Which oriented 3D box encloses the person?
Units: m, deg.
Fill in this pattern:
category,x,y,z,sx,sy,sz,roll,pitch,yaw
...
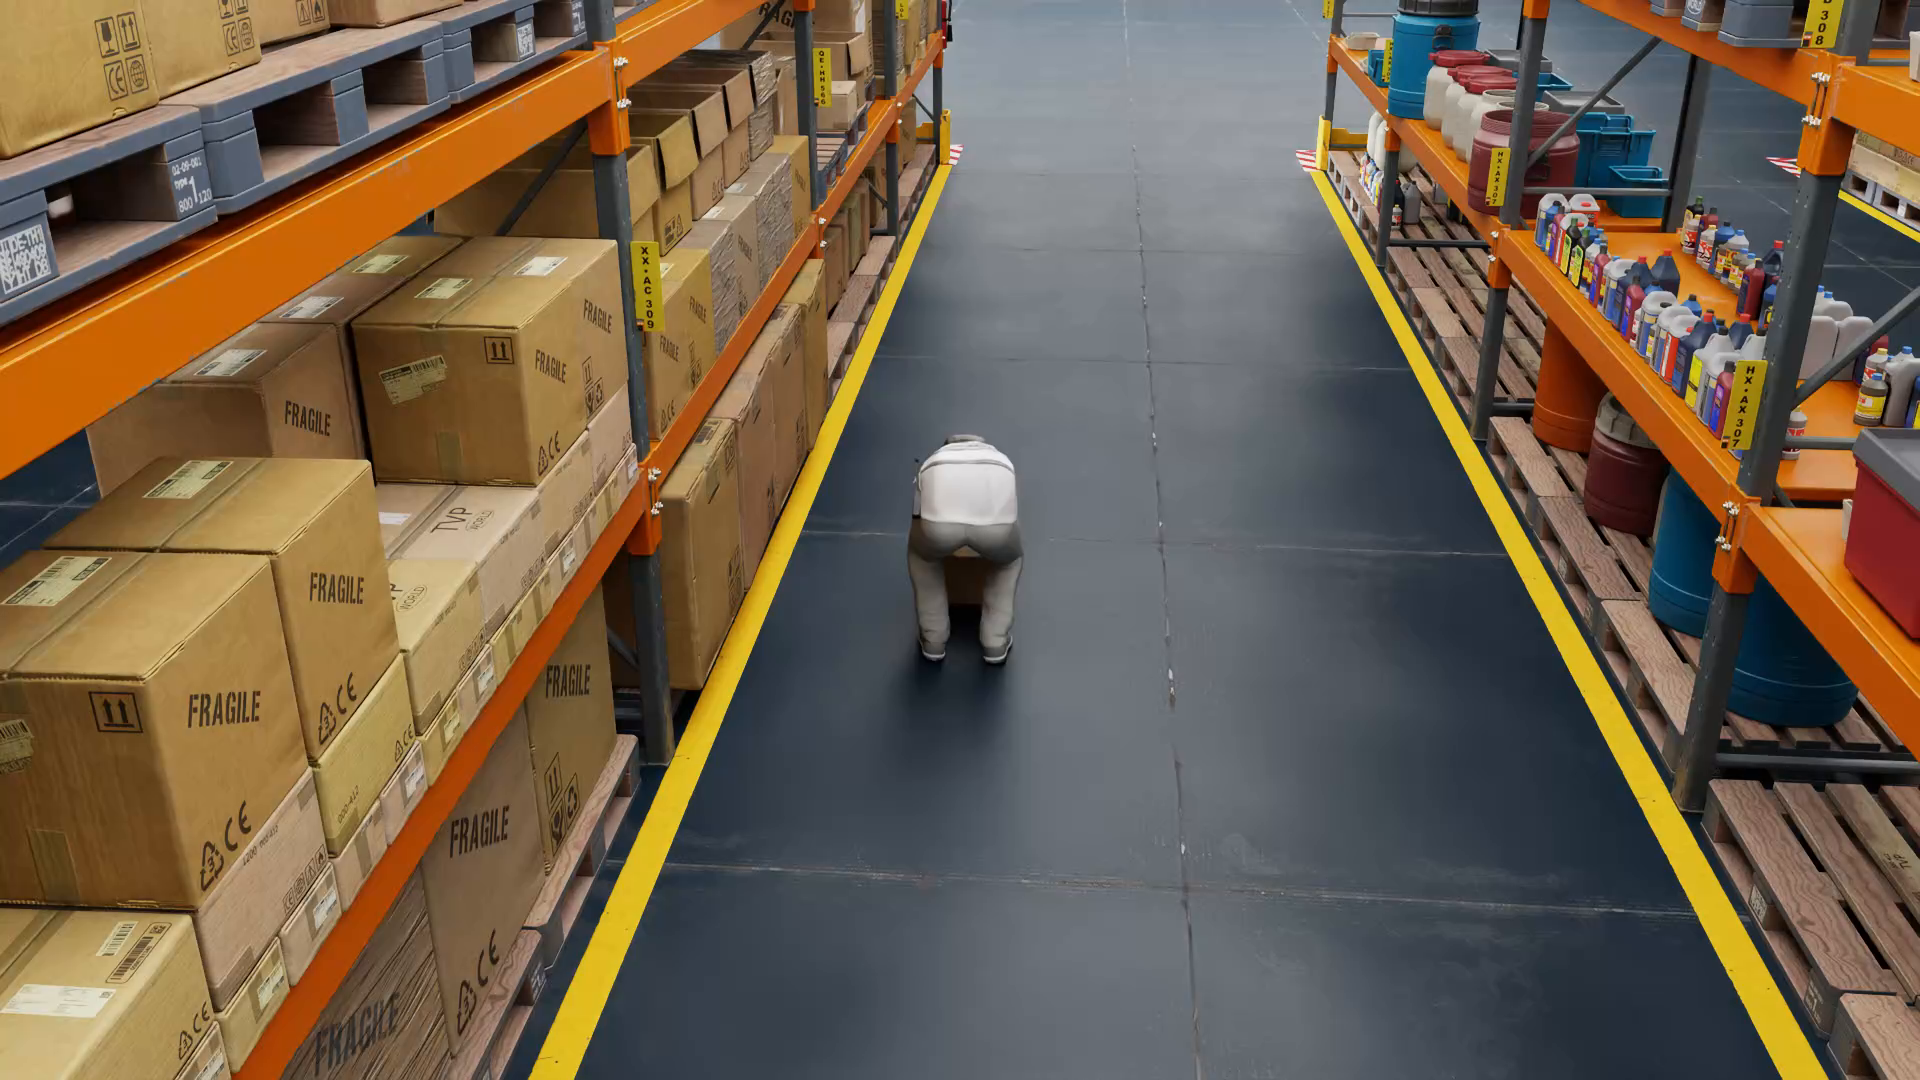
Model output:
category,x,y,z,sx,sy,sz,roll,pitch,yaw
person,0.027,-0.025,7.585,0.537,0.979,1.024,0,24,1
